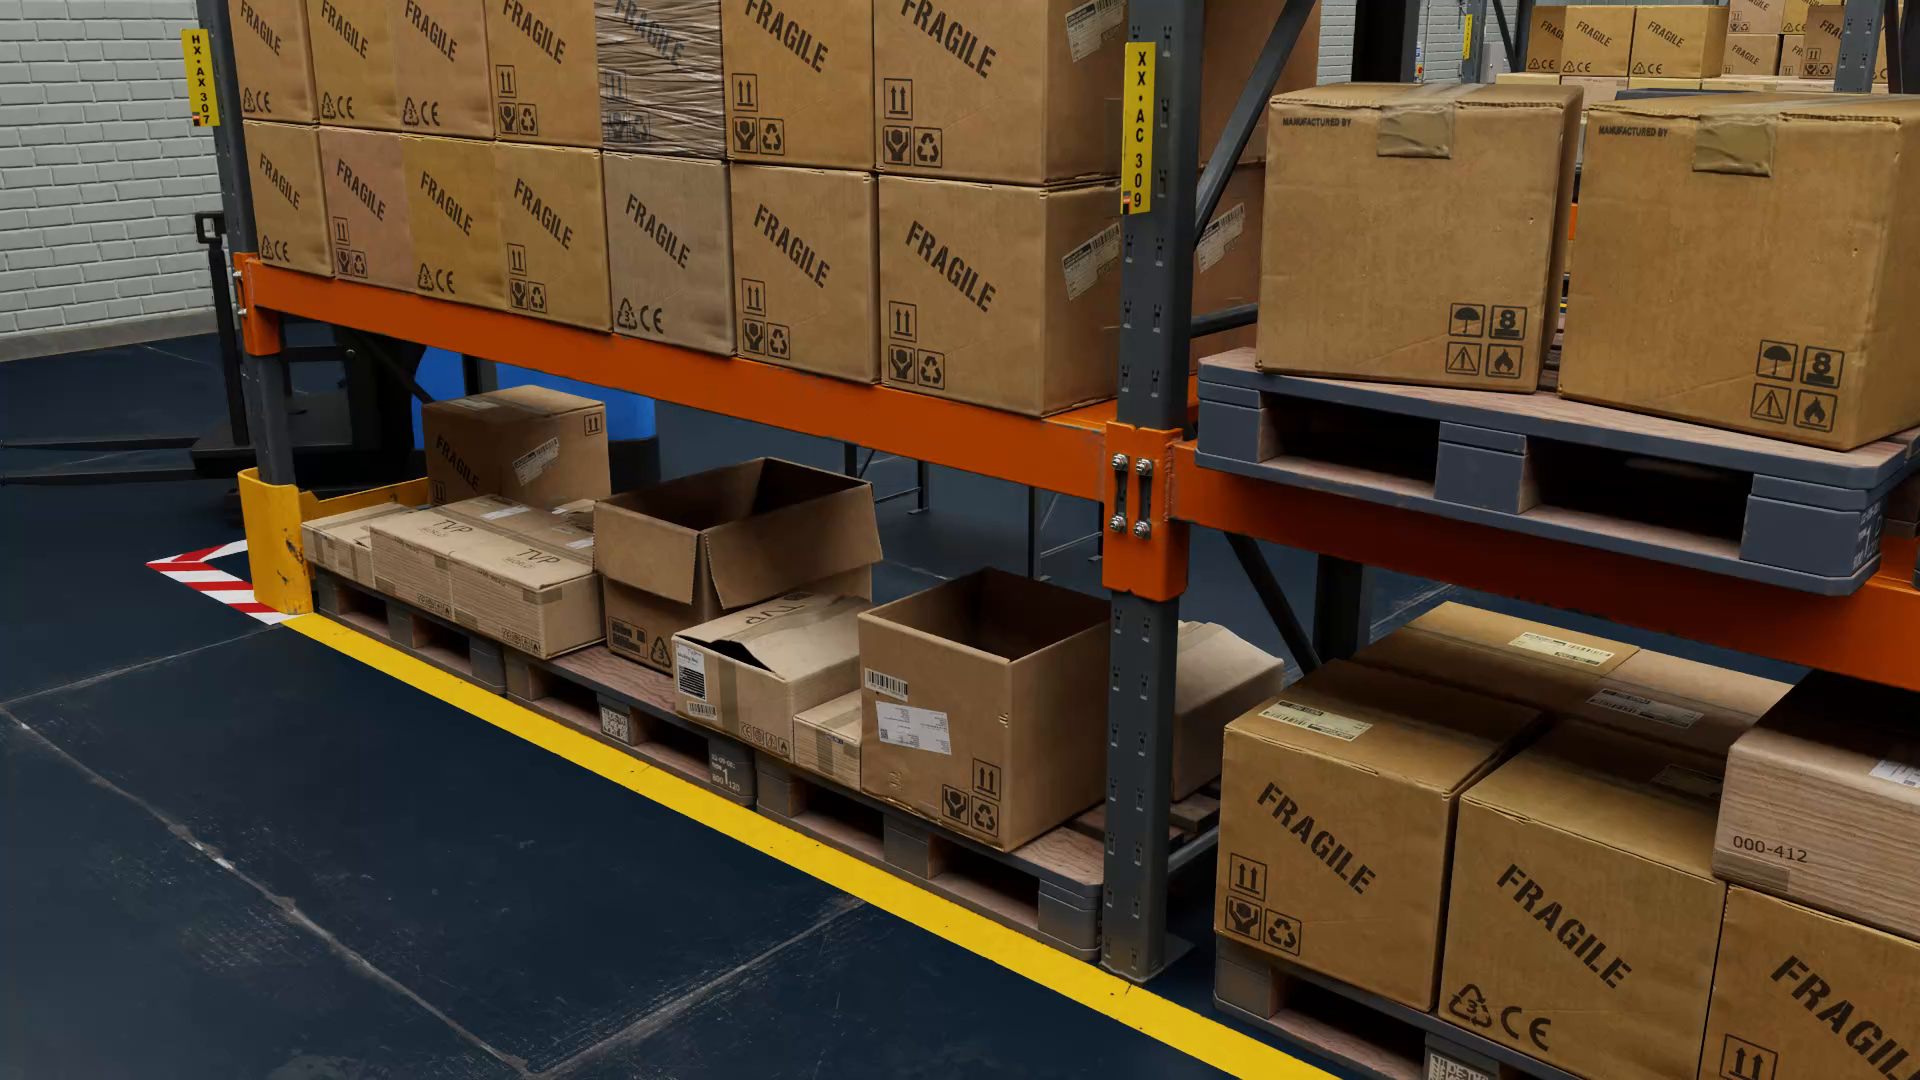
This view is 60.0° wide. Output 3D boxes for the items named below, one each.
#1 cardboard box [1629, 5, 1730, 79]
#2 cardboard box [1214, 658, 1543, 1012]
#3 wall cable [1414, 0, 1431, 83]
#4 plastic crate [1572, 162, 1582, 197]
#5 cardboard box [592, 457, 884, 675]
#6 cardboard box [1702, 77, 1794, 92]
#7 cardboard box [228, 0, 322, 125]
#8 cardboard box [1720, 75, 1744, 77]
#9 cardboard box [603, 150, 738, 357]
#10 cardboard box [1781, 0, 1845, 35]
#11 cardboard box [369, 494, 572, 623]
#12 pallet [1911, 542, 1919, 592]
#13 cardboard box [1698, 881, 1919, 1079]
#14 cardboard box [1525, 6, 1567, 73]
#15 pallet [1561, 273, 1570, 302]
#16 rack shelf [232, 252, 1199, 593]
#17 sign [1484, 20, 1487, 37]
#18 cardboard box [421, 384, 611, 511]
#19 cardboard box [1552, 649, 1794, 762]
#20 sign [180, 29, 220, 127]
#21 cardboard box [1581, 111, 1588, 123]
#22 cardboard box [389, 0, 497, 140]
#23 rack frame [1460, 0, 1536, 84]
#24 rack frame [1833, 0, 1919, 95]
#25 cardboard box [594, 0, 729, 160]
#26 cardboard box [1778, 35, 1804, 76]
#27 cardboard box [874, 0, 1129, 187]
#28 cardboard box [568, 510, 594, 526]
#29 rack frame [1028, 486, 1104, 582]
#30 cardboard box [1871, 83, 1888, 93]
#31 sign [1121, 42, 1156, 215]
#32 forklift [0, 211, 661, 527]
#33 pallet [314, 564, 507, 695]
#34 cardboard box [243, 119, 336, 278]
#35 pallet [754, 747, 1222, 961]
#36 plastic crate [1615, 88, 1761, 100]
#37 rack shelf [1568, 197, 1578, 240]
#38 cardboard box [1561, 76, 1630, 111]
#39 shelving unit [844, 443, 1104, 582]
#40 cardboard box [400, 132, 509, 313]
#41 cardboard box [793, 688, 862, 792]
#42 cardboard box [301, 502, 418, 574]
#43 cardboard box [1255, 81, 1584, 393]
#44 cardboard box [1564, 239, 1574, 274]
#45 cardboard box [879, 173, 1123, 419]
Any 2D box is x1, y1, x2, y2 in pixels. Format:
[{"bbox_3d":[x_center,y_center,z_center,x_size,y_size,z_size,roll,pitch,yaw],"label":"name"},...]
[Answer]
[{"bbox_3d":[5.238,-3.629,12.105,0.500,0.500,0.500,14,23,38],"label":"cardboard box"},{"bbox_3d":[0.906,0.616,3.618,0.500,0.500,0.500,14,22,37],"label":"cardboard box"},{"bbox_3d":[6.637,-7.430,23.834,0.123,1.953,0.585,15,23,39],"label":"wall cable"},{"bbox_3d":[2.981,-1.700,7.865,0.590,0.125,0.437,15,23,39],"label":"plastic crate"},{"bbox_3d":[-0.703,0.086,5.282,0.637,0.503,0.797,15,23,39],"label":"cardboard box"},{"bbox_3d":[5.632,-3.167,11.888,0.500,0.250,0.500,14,23,38],"label":"cardboard box"},{"bbox_3d":[-2.129,-1.697,5.682,0.500,0.500,0.500,16,24,41],"label":"cardboard box"},{"bbox_3d":[5.591,-3.391,12.594,0.500,0.250,0.500,14,22,37],"label":"cardboard box"},{"bbox_3d":[-0.611,-0.814,4.553,0.500,0.500,0.500,16,23,40],"label":"cardboard box"},{"bbox_3d":[8.201,-5.080,15.850,0.500,0.500,0.500,16,24,41],"label":"cardboard box"},{"bbox_3d":[-1.694,0.053,5.804,0.500,0.250,0.500,15,23,39],"label":"cardboard box"},{"bbox_3d":[2.240,-0.013,2.512,1.213,0.211,1.003,15,23,39],"label":"pallet"},{"bbox_3d":[1.681,0.822,2.967,0.500,0.500,0.500,15,23,40],"label":"cardboard box"},{"bbox_3d":[4.831,-3.951,13.120,0.500,0.500,0.500,15,23,40],"label":"cardboard box"},{"bbox_3d":[4.942,-2.090,13.349,1.213,0.211,1.003,15,23,39],"label":"pallet"},{"bbox_3d":[-0.790,-0.577,5.161,4.000,0.370,1.077,15,23,39],"label":"rack shelf"},{"bbox_3d":[7.949,-7.800,25.365,0.001,0.242,0.339,15,23,39],"label":"sign"},{"bbox_3d":[-1.716,-0.286,6.460,0.500,0.500,0.500,15,23,39],"label":"cardboard box"},{"bbox_3d":[1.629,0.599,3.671,0.500,0.500,0.500,15,23,39],"label":"cardboard box"},{"bbox_3d":[-2.646,-1.611,5.799,0.005,0.325,0.100,15,23,39],"label":"sign"},{"bbox_3d":[4.723,-3.194,12.632,0.250,0.149,0.380,14,23,38],"label":"cardboard box"},{"bbox_3d":[-1.362,-1.492,5.037,0.500,0.500,0.500,15,23,40],"label":"cardboard box"},{"bbox_3d":[4.292,-3.562,13.377,0.127,3.000,1.000,15,23,39],"label":"rack frame"},{"bbox_3d":[3.996,-1.638,7.315,0.127,3.000,1.000,15,23,39],"label":"rack frame"},{"bbox_3d":[-0.606,-1.289,4.397,0.500,0.500,0.500,15,23,40],"label":"cardboard box"},{"bbox_3d":[8.230,-4.599,15.987,0.500,0.500,0.500,15,23,39],"label":"cardboard box"},{"bbox_3d":[0.156,-1.086,3.755,0.500,0.500,0.500,15,23,40],"label":"cardboard box"},{"bbox_3d":[-1.025,0.030,5.876,0.500,0.250,0.500,15,23,39],"label":"cardboard box"},{"bbox_3d":[0.444,-0.596,6.509,0.032,1.500,0.500,15,23,39],"label":"rack frame"},{"bbox_3d":[6.391,-2.962,11.242,0.500,0.250,0.500,16,24,41],"label":"cardboard box"},{"bbox_3d":[0.351,-0.807,3.264,0.005,0.325,0.100,15,23,39],"label":"sign"},{"bbox_3d":[-2.948,-1.627,7.393,3.031,2.935,1.130,-3,18,-10],"label":"forklift"},{"bbox_3d":[-1.632,0.183,6.187,1.213,0.211,1.003,15,23,39],"label":"pallet"},{"bbox_3d":[-2.129,-1.220,5.833,0.500,0.500,0.500,16,23,40],"label":"cardboard box"},{"bbox_3d":[0.193,0.673,4.643,1.213,0.211,1.003,15,23,39],"label":"pallet"},{"bbox_3d":[3.495,-1.933,8.040,0.583,0.464,0.402,15,23,39],"label":"plastic crate"},{"bbox_3d":[2.501,-1.697,8.690,4.000,0.370,1.077,15,23,39],"label":"rack shelf"},{"bbox_3d":[4.865,-3.372,12.534,0.500,0.250,0.500,15,23,39],"label":"cardboard box"},{"bbox_3d":[0.064,-0.698,6.831,1.048,1.500,0.538,15,23,39],"label":"shelving unit"},{"bbox_3d":[-1.366,-1.017,5.191,0.500,0.500,0.500,15,23,39],"label":"cardboard box"},{"bbox_3d":[-0.229,0.519,4.504,0.250,0.149,0.380,15,23,39],"label":"cardboard box"},{"bbox_3d":[-2.201,-0.011,6.172,0.250,0.149,0.380,15,23,39],"label":"cardboard box"},{"bbox_3d":[0.912,-0.621,3.249,0.500,0.500,0.700,7,19,21],"label":"cardboard box"},{"bbox_3d":[4.824,-2.639,13.287,0.875,0.875,0.875,15,23,39],"label":"cardboard box"},{"bbox_3d":[0.162,-0.608,3.905,0.500,0.500,0.500,16,23,40],"label":"cardboard box"}]
